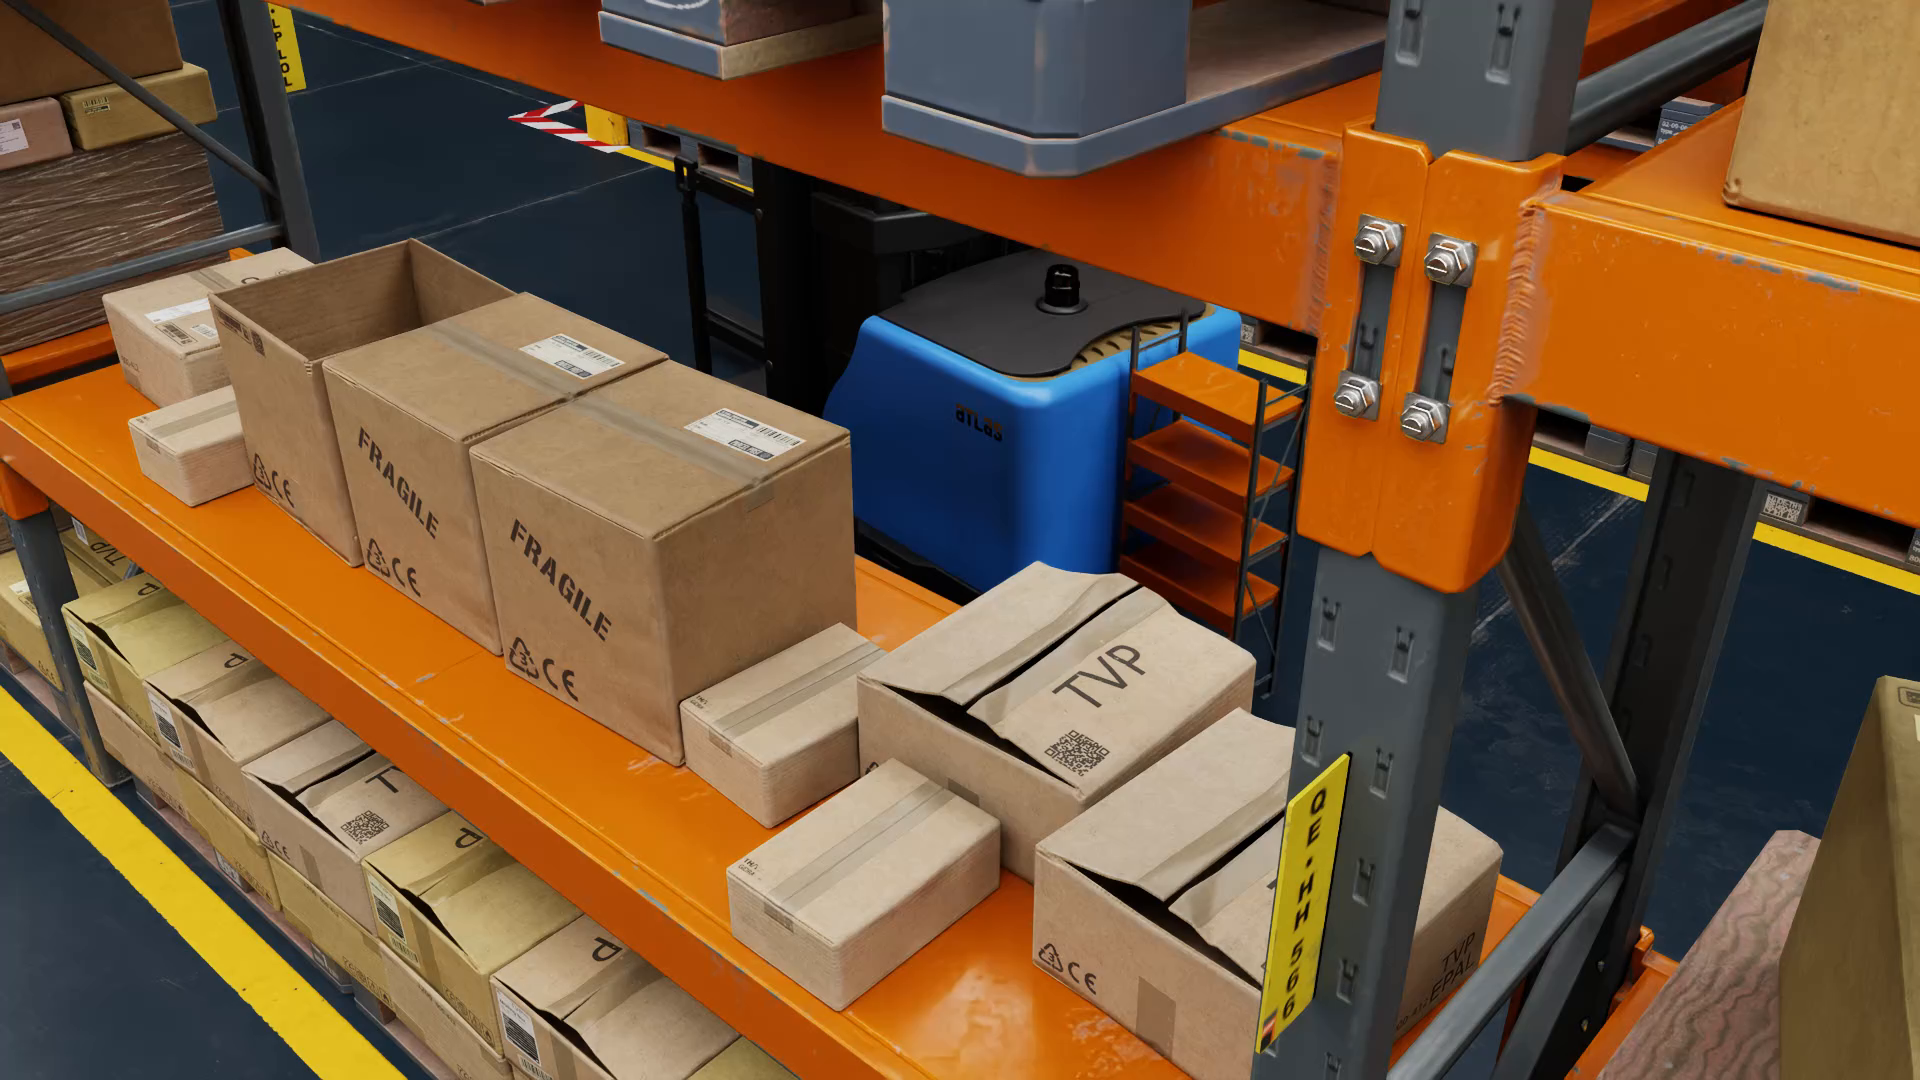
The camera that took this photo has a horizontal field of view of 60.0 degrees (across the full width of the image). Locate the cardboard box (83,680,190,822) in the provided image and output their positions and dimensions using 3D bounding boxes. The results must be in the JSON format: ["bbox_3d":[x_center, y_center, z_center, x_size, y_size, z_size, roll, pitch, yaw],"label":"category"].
[{"bbox_3d":[-2.130,0.490,4.786,0.500,0.250,0.500,24,38,34],"label":"cardboard box"}]

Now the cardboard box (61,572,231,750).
[{"bbox_3d":[-2.124,0.254,4.635,0.500,0.311,0.500,25,39,35],"label":"cardboard box"}]

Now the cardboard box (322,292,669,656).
[{"bbox_3d":[-0.943,-0.157,3.506,0.500,0.500,0.500,25,39,35],"label":"cardboard box"}]

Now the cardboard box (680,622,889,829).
[{"bbox_3d":[-0.281,0.330,3.037,0.380,0.149,0.250,-26,40,-36],"label":"cardboard box"}]

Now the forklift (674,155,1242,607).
[{"bbox_3d":[-0.416,-1.496,5.893,1.130,2.935,3.031,-25,39,-35],"label":"forklift"}]

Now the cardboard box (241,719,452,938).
[{"bbox_3d":[-1.372,0.608,4.047,0.500,0.311,0.500,24,38,34],"label":"cardboard box"}]

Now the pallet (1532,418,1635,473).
[{"bbox_3d":[2.545,-0.752,7.294,1.213,0.211,1.003,25,39,35],"label":"pallet"}]

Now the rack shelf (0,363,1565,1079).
[{"bbox_3d":[-0.780,0.258,3.610,4.000,0.370,1.077,25,39,35],"label":"rack shelf"}]

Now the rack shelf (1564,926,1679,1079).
[{"bbox_3d":[2.186,1.643,1.310,4.000,0.370,1.077,25,39,35],"label":"rack shelf"}]

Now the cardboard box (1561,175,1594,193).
[{"bbox_3d":[2.690,-1.319,6.802,0.500,0.250,0.500,25,39,35],"label":"cardboard box"}]

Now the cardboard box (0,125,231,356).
[{"bbox_3d":[-2.596,-0.936,4.800,0.500,0.500,0.700,24,38,34],"label":"cardboard box"}]

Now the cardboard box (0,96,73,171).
[{"bbox_3d":[-2.608,-1.075,4.401,0.250,0.149,0.380,25,39,35],"label":"cardboard box"}]

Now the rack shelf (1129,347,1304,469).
[{"bbox_3d":[0.771,-0.403,4.991,0.258,0.148,0.480,-25,39,-35],"label":"rack shelf"}]

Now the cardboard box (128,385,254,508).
[{"bbox_3d":[-1.743,-0.250,4.000,0.250,0.149,0.380,25,39,35],"label":"cardboard box"}]

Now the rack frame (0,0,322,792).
[{"bbox_3d":[-2.263,-0.742,4.574,0.127,3.000,1.000,25,39,35],"label":"rack frame"}]

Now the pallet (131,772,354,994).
[{"bbox_3d":[-1.691,0.693,4.895,1.213,0.211,1.003,25,39,35],"label":"pallet"}]

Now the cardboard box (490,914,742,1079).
[{"bbox_3d":[-0.613,0.960,3.462,0.500,0.311,0.500,25,39,35],"label":"cardboard box"}]

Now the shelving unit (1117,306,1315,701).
[{"bbox_3d":[0.769,-0.067,5.195,0.258,1.200,0.503,-25,39,-35],"label":"shelving unit"}]

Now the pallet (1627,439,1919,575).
[{"bbox_3d":[3.446,-0.330,6.593,1.213,0.211,1.003,25,39,35],"label":"pallet"}]

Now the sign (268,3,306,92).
[{"bbox_3d":[-1.906,-1.415,4.646,0.005,0.325,0.100,25,39,35],"label":"sign"}]

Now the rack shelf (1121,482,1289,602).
[{"bbox_3d":[0.769,-0.010,5.230,0.258,0.148,0.480,-25,39,-35],"label":"rack shelf"}]

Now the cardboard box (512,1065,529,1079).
[{"bbox_3d":[-0.607,1.199,3.608,0.500,0.250,0.500,26,40,36],"label":"cardboard box"}]

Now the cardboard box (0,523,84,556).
[{"bbox_3d":[-3.118,0.002,5.597,0.500,0.250,0.500,25,39,35],"label":"cardboard box"}]

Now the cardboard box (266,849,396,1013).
[{"bbox_3d":[-1.366,0.846,4.195,0.500,0.250,0.500,24,38,34],"label":"cardboard box"}]

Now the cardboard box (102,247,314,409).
[{"bbox_3d":[-1.869,-0.524,4.358,0.500,0.250,0.500,-27,40,-37],"label":"cardboard box"}]

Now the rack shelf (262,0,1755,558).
[{"bbox_3d":[-0.780,-1.027,2.836,4.000,0.370,1.077,25,39,35],"label":"rack shelf"}]

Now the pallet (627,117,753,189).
[{"bbox_3d":[-1.273,-2.506,10.209,1.213,0.211,1.003,25,39,35],"label":"pallet"}]

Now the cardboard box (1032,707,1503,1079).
[{"bbox_3d":[0.462,0.538,2.535,0.500,0.311,0.500,-27,40,-37],"label":"cardboard box"}]

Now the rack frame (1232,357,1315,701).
[{"bbox_3d":[0.931,0.028,5.040,0.240,1.200,0.015,-25,39,-35],"label":"rack frame"}]

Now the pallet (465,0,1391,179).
[{"bbox_3d":[0.139,-0.763,1.883,1.003,0.211,1.213,27,40,37],"label":"pallet"}]

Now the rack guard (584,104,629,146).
[{"bbox_3d":[-1.851,-2.925,10.624,0.348,0.500,1.175,25,39,35],"label":"rack guard"}]

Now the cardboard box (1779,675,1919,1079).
[{"bbox_3d":[1.245,0.594,1.850,0.500,0.500,0.700,12,33,19],"label":"cardboard box"}]
